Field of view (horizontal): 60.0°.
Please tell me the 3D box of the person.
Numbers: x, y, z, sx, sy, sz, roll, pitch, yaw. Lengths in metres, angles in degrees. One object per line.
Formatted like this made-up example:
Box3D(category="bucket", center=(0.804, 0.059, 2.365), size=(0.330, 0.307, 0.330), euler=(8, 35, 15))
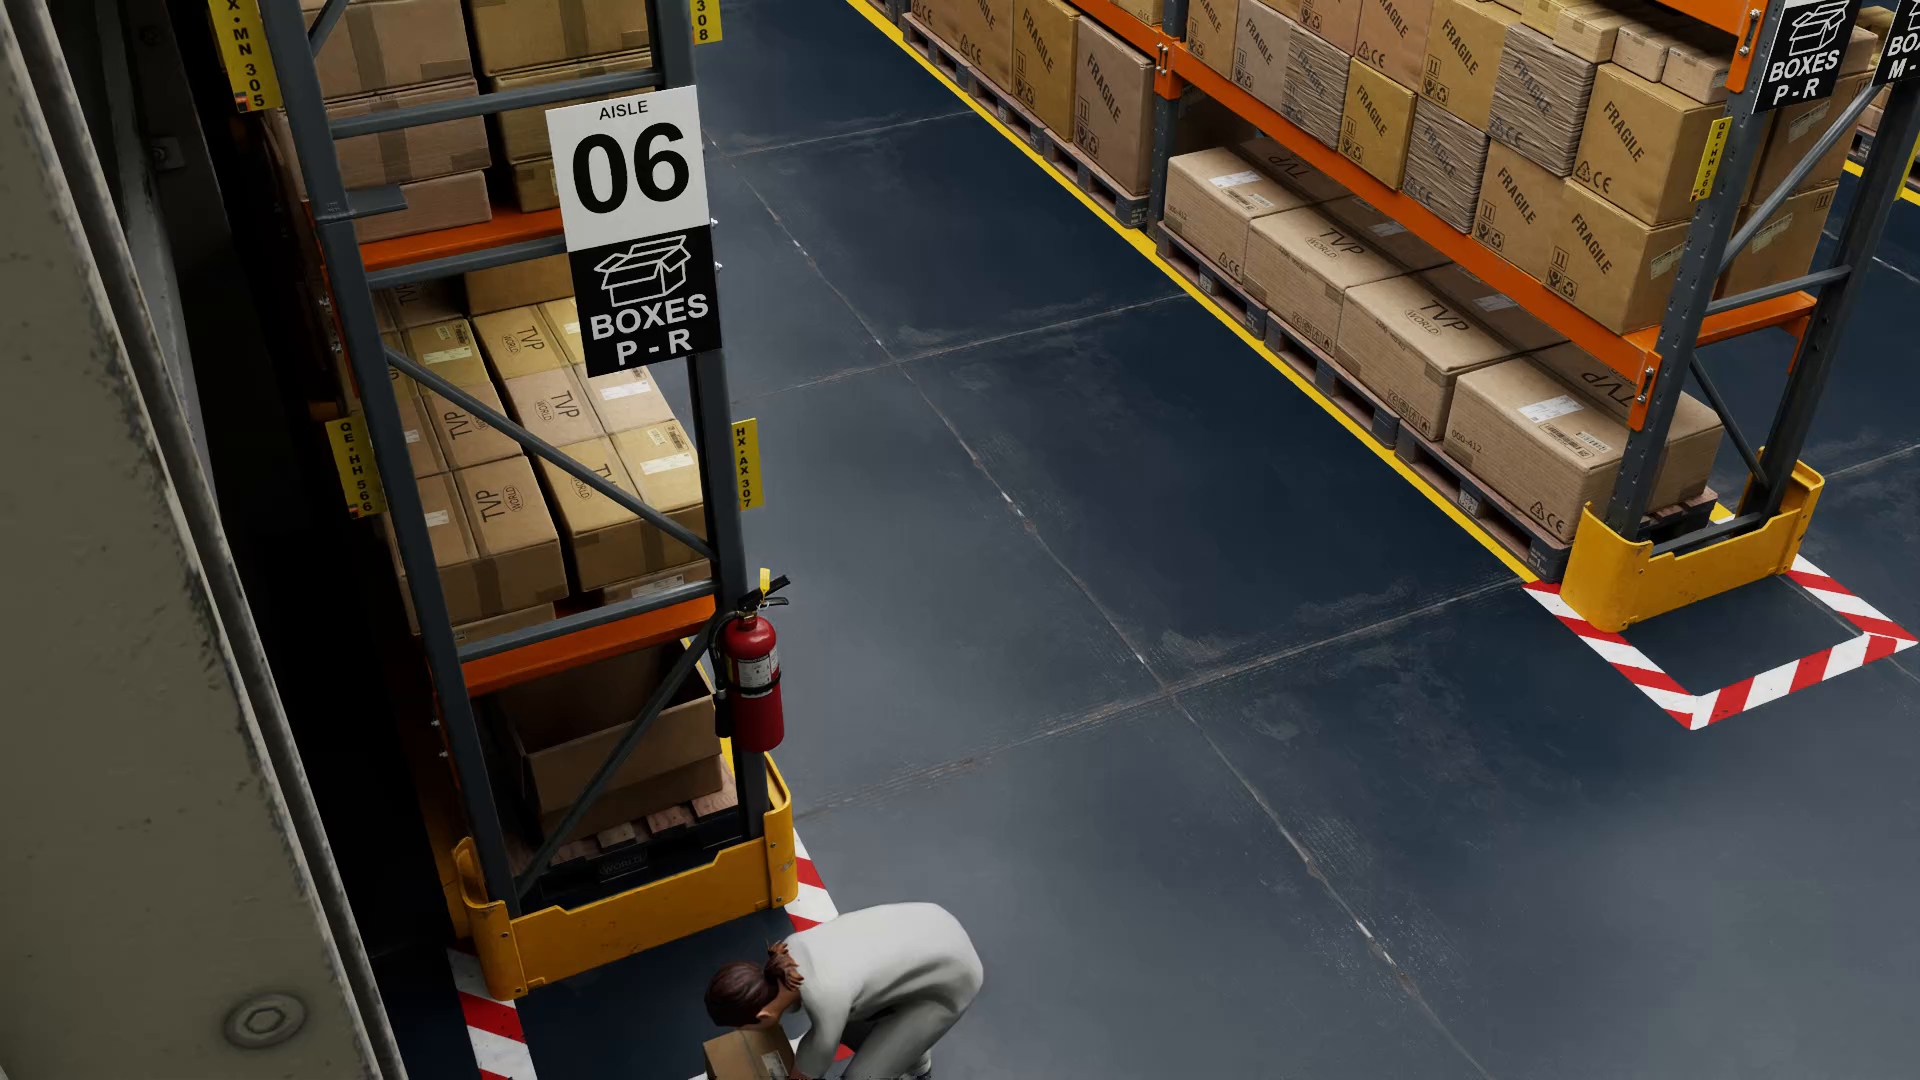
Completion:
Box3D(category="person", center=(-0.351, 1.545, 5.233), size=(0.861, 0.945, 0.477), euler=(-14, 40, -18))
